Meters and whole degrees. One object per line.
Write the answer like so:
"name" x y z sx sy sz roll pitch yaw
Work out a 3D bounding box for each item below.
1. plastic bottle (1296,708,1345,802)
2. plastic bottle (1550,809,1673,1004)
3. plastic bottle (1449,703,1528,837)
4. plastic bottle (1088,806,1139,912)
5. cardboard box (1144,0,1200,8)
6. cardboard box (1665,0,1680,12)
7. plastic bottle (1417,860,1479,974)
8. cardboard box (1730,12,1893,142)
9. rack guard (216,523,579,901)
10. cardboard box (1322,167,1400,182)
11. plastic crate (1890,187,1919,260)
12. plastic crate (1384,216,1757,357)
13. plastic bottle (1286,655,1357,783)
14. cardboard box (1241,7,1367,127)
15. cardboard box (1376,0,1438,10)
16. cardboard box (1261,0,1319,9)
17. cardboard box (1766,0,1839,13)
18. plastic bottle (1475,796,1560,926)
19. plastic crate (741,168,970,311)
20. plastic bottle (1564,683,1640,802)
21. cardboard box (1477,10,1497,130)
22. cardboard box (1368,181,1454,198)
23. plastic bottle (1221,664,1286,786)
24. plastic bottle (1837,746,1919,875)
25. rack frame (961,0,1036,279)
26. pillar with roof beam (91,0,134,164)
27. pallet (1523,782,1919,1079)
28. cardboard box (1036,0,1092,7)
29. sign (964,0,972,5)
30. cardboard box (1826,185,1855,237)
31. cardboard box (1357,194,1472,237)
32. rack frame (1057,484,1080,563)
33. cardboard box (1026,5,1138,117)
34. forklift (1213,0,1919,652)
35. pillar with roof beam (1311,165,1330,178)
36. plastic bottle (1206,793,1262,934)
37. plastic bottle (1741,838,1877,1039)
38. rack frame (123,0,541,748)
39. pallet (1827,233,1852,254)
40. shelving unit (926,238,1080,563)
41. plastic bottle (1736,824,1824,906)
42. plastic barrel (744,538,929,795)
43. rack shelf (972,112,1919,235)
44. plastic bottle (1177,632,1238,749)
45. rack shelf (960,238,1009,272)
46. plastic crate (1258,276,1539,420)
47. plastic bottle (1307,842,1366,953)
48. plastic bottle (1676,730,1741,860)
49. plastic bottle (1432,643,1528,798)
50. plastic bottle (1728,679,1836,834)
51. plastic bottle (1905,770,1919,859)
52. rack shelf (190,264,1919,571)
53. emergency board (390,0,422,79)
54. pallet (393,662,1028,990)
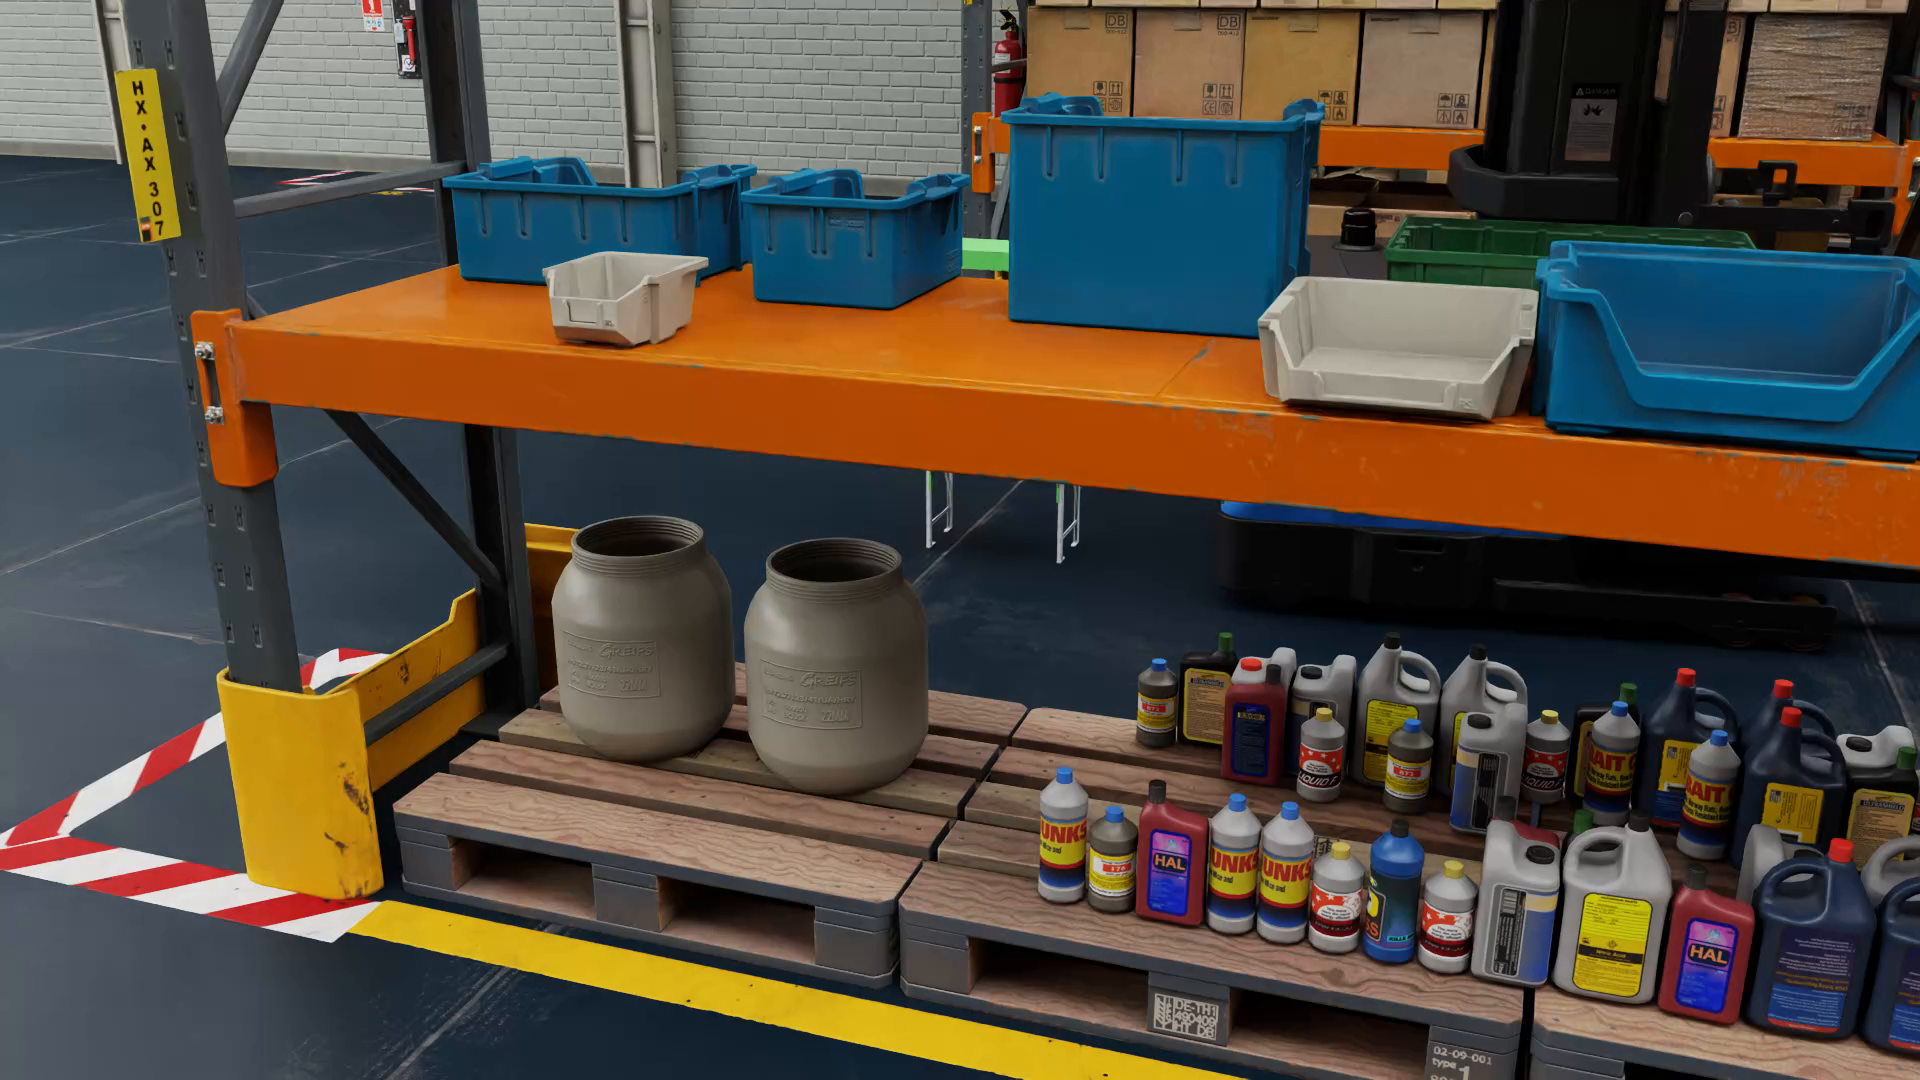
"plastic bottle" 0.812 0.476 3.737 0.097 0.201 0.097 0 19 0
"plastic bottle" 1.186 0.648 3.016 0.185 0.351 0.144 6 20 18
"plastic bottle" 1.144 0.485 3.596 0.135 0.276 0.152 7 20 18
"plastic bottle" 0.305 0.626 3.306 0.097 0.201 0.097 0 19 0
"cardboard box" 1.011 -2.520 7.612 0.250 0.149 0.380 7 20 18
"cardboard box" 2.947 -2.298 6.975 0.250 0.149 0.380 6 20 18
"plastic bottle" 0.913 0.696 3.106 0.097 0.201 0.097 0 19 0
"cardboard box" 3.583 -1.992 7.082 0.500 0.500 0.700 6 20 17
"rack guard" -1.316 0.383 4.219 0.348 0.500 1.175 7 20 18
"cardboard box" 3.010 -2.646 12.525 0.500 0.311 0.500 8 21 23
"plastic crate" 1.922 -0.426 2.836 0.504 0.338 0.767 7 20 18
"plastic crate" 1.185 -0.494 3.257 0.662 0.188 0.450 7 20 18
"plastic bottle" 0.835 0.400 3.842 0.135 0.276 0.152 6 20 17
"cardboard box" 1.627 -2.213 7.717 0.500 0.500 0.700 7 20 18
"cardboard box" 1.977 -2.409 7.293 0.250 0.149 0.380 7 20 19
"cardboard box" 1.501 -2.464 7.451 0.250 0.149 0.380 6 20 16
"cardboard box" 3.444 -2.243 6.815 0.250 0.149 0.380 6 20 17
"plastic bottle" 1.068 0.628 3.176 0.133 0.283 0.061 7 20 18
"plastic crate" -0.221 -0.688 3.719 0.408 0.251 0.499 7 20 18
"plastic bottle" 1.428 0.448 3.692 0.133 0.283 0.061 7 21 20
"cardboard box" 2.610 -2.103 7.399 0.500 0.500 0.700 7 20 19
"cardboard box" 2.251 -1.462 8.113 0.500 0.500 0.500 7 20 18
"plastic bottle" 0.670 0.414 3.788 0.133 0.283 0.061 7 20 18
"plastic bottle" 1.869 0.552 3.395 0.133 0.283 0.061 7 20 18
"rack frame" 0.225 -2.331 8.207 0.127 3.000 1.000 7 20 18
"pillar with roof beam" -9.955 -6.856 12.072 0.400 9.000 9.100 7 20 18
"pallet" 1.754 0.872 3.254 1.213 0.211 1.003 7 20 18
"cardboard box" 0.525 -2.575 7.770 0.250 0.149 0.380 6 20 18
"sign" 0.038 -2.605 7.558 0.005 0.325 0.100 7 20 18
"cardboard box" 6.327 -2.393 11.513 0.500 0.500 0.700 7 20 20
"cardboard box" 2.075 -1.295 7.635 0.500 0.500 0.500 7 20 18
"rack frame" 0.387 -0.522 5.752 0.015 1.200 0.240 7 20 18
"cardboard box" 0.662 -2.324 8.034 0.500 0.500 0.700 7 20 18
"forklift" 2.404 -1.232 5.158 3.031 2.935 1.130 4 20 10
"pillar with roof beam" 1.380 -5.559 8.354 0.400 9.000 9.100 7 20 18
"plastic bottle" 0.531 0.619 3.220 0.097 0.271 0.097 0 19 0
"plastic bottle" 1.491 0.683 2.915 0.185 0.351 0.144 5 20 15
"rack frame" -1.404 -0.791 3.789 0.127 3.000 1.000 7 20 18
"pallet" 6.362 -2.039 11.606 1.213 0.211 1.003 7 20 18
"shelving unit" 0.156 -0.549 5.827 0.503 1.200 0.258 7 20 18
"plastic bottle" 1.516 0.670 3.068 0.135 0.276 0.152 7 20 18
"plastic barrel" -0.283 0.287 3.839 0.421 0.512 0.421 0 19 0
"rack shelf" 2.115 -1.775 7.705 4.000 0.370 1.077 7 20 18
"plastic bottle" 0.592 0.353 3.966 0.133 0.283 0.061 7 20 19
"rack shelf" 0.156 -0.942 5.690 0.480 0.148 0.258 7 20 18
"plastic crate" 0.758 -0.331 2.871 0.437 0.136 0.530 7 20 18
"plastic bottle" 0.719 0.673 3.170 0.097 0.201 0.097 0 19 0
"plastic bottle" 1.572 0.527 3.484 0.097 0.271 0.097 0 19 0
"plastic bottle" 1.169 0.401 3.724 0.185 0.351 0.144 6 20 18
"plastic bottle" 1.749 0.468 3.534 0.185 0.351 0.144 7 20 20
"plastic bottle" 2.026 0.562 3.491 0.097 0.201 0.097 0 19 0
"rack shelf" 0.486 -0.236 3.288 4.000 0.370 1.077 7 20 18
"emergency board" -5.197 -4.992 15.840 0.643 1.169 0.194 7 20 18
"pallet" -0.551 0.608 4.010 1.213 0.211 1.003 7 20 18
